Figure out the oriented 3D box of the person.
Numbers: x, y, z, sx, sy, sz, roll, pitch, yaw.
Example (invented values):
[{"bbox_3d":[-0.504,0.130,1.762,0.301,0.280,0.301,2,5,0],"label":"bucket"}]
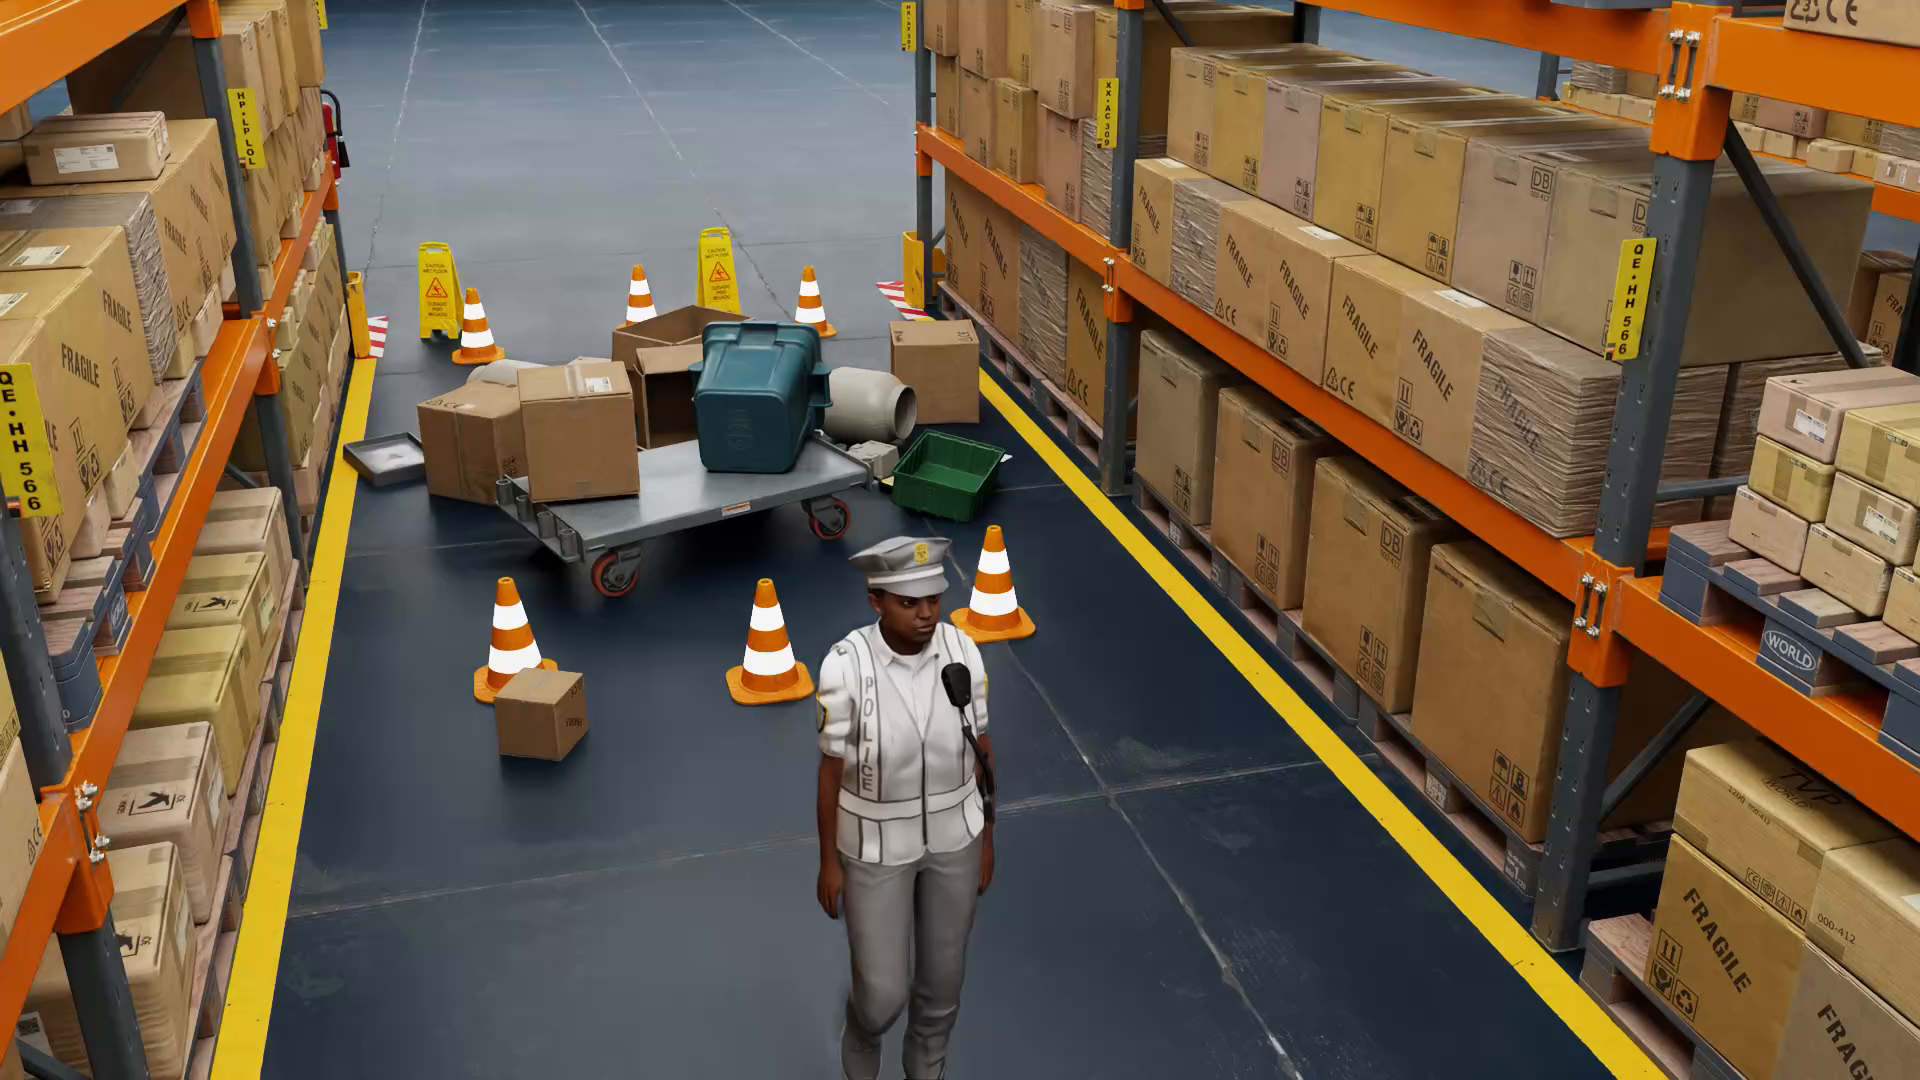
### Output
[{"bbox_3d":[-0.130,0.761,4.199,0.476,1.683,0.467,-8,24,-18],"label":"person"}]
